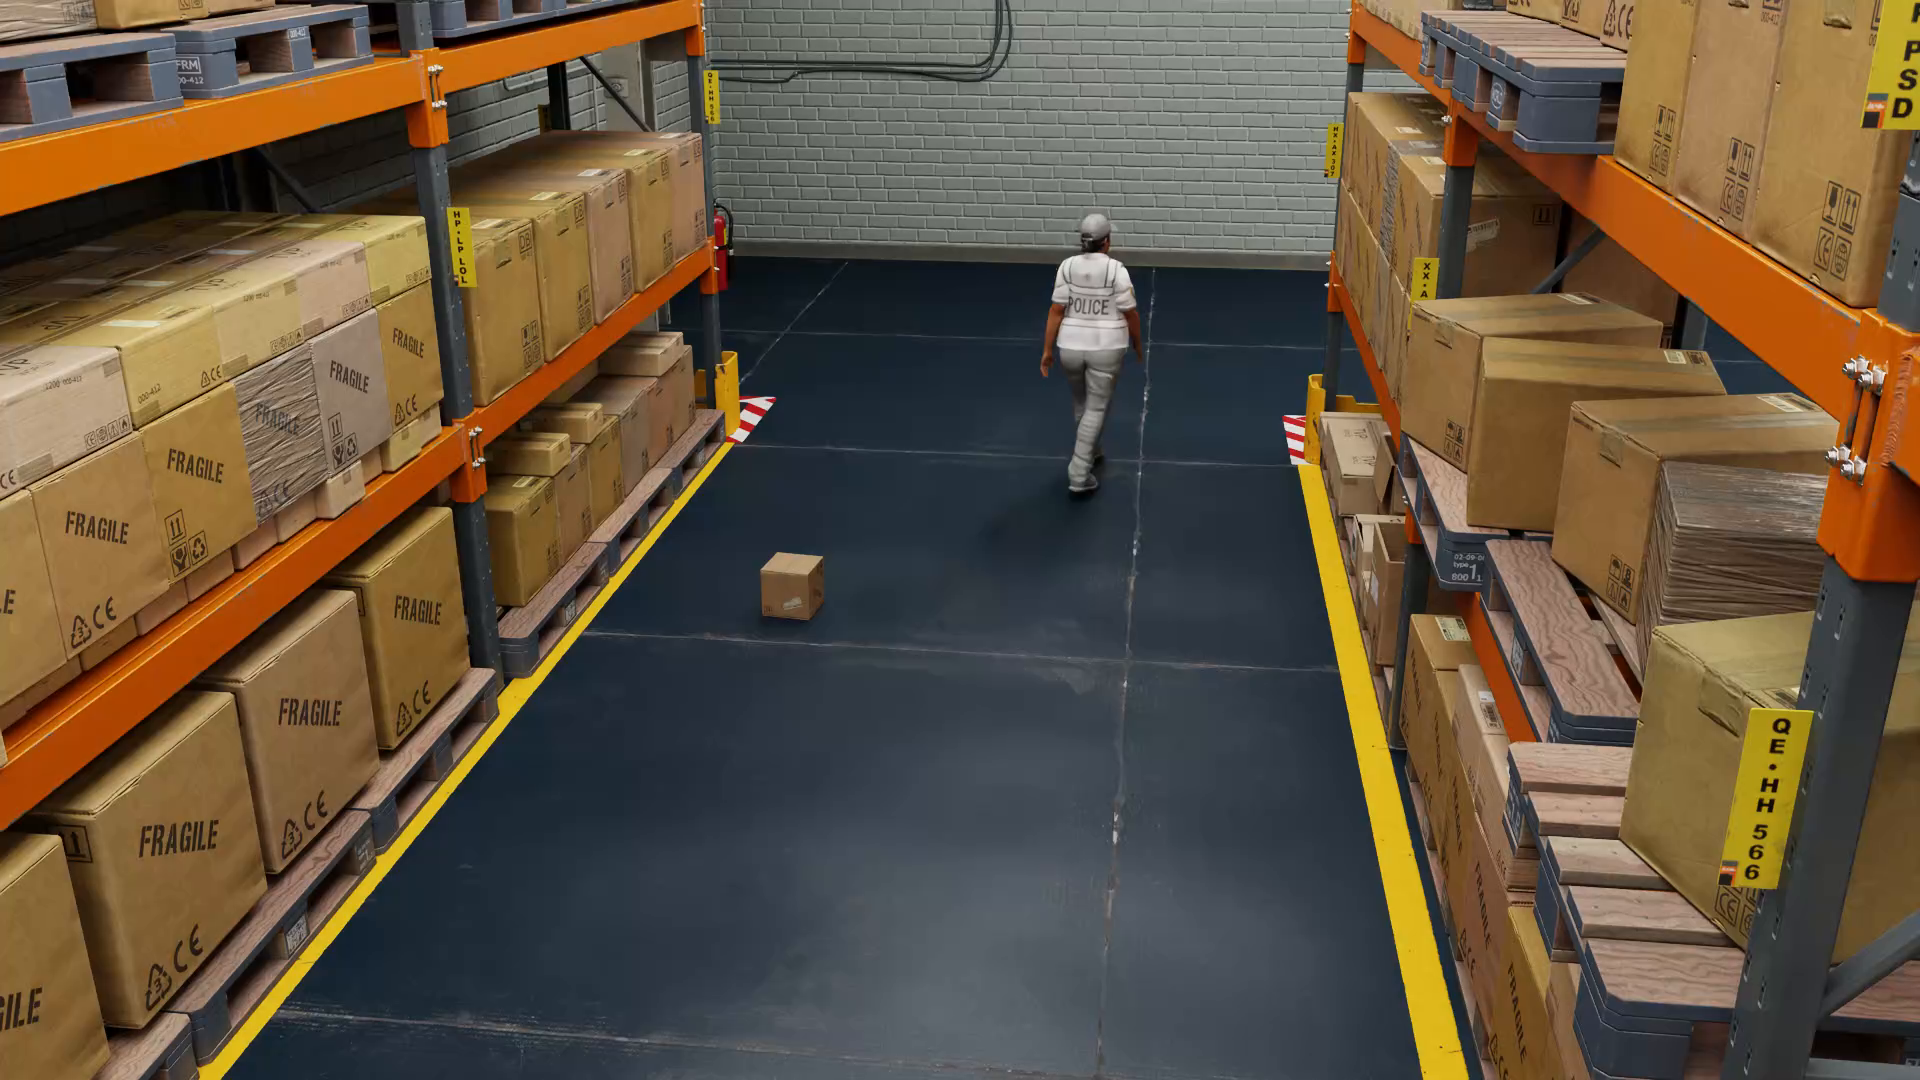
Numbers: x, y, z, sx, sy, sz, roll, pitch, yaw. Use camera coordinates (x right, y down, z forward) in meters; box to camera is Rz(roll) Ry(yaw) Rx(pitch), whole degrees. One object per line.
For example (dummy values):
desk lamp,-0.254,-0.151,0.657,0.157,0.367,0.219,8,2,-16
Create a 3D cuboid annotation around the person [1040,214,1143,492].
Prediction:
person,0.829,-1.159,10.042,0.527,1.633,0.934,11,24,26
